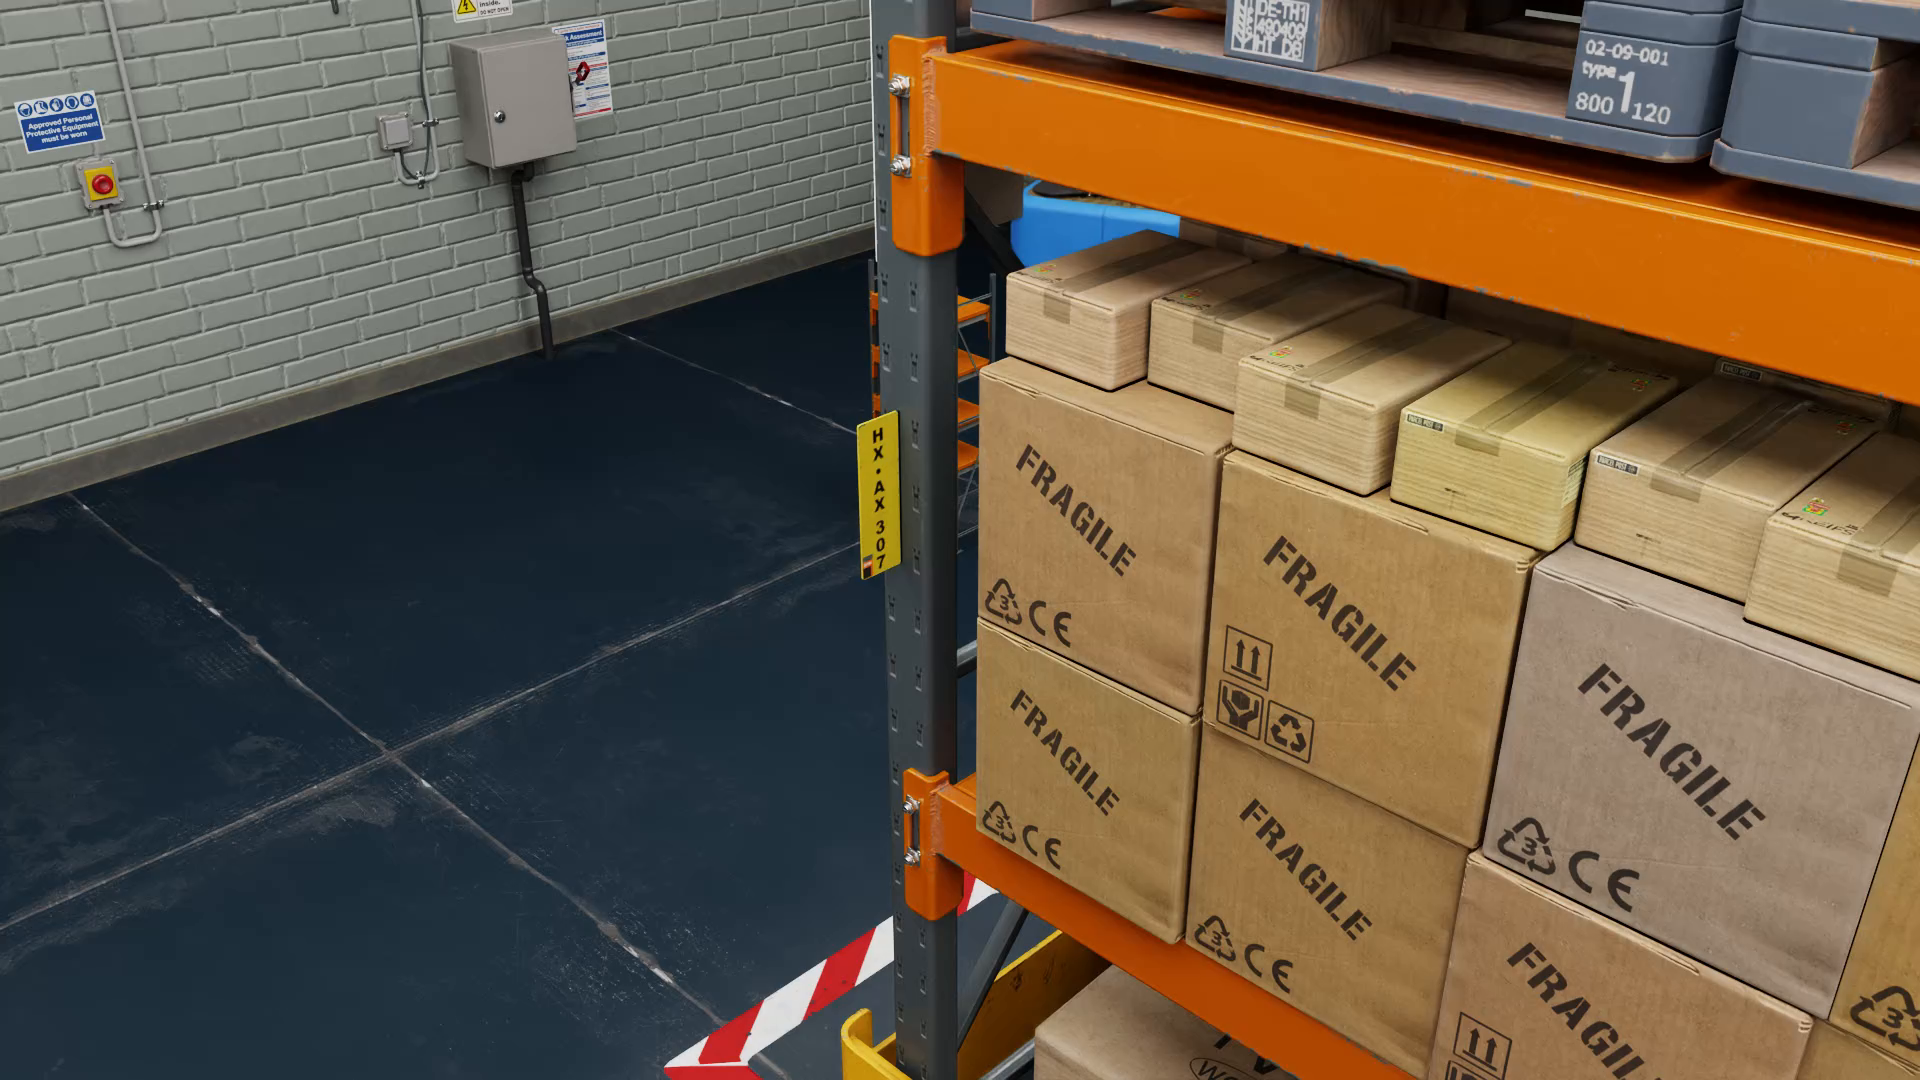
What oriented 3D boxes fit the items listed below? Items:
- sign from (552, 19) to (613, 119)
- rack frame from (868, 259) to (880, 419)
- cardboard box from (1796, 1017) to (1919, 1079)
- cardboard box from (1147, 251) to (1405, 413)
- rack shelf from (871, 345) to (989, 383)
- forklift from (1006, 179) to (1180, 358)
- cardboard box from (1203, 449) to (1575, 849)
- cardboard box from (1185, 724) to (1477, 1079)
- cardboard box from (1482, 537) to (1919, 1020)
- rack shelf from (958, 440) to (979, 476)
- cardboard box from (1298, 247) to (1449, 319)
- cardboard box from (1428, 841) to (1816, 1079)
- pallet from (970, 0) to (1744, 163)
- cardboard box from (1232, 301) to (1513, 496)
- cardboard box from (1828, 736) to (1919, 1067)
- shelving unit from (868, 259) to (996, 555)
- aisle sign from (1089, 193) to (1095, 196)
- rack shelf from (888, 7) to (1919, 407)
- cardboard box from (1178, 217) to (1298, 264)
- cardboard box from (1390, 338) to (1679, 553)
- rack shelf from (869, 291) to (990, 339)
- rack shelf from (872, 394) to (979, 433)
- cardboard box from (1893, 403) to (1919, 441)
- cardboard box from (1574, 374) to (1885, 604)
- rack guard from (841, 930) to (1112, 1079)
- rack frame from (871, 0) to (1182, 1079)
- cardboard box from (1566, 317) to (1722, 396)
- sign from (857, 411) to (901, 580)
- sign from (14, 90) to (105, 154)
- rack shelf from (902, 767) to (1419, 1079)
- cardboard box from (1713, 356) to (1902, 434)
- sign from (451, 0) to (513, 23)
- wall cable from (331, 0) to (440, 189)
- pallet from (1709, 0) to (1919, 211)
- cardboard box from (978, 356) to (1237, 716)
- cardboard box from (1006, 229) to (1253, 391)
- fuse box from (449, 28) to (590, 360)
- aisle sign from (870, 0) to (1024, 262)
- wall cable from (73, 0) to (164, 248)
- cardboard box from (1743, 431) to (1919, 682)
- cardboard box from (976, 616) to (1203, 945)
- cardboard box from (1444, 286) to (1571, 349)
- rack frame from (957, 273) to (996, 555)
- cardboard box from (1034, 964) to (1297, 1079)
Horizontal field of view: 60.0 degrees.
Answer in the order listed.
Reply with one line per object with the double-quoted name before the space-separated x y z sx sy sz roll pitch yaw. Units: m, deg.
"sign" -2.022 -2.518 8.917 0.001 0.494 0.329 25 36 38
"rack frame" -0.292 -0.665 7.225 0.015 1.200 0.240 25 36 38
"cardboard box" 1.480 0.847 2.310 0.500 0.500 0.500 -24 36 -38
"cardboard box" 0.536 -0.351 2.816 0.380 0.149 0.250 -24 36 -38
"rack shelf" -0.118 -0.724 7.001 0.480 0.148 0.258 25 36 38
"forklift" 1.302 -2.573 8.994 1.130 2.935 3.031 12 30 21
"cardboard box" 0.756 0.084 2.686 0.500 0.500 0.500 23 36 37
"cardboard box" 0.761 0.517 2.937 0.500 0.500 0.500 24 36 38
"cardboard box" 1.128 0.249 2.371 0.500 0.500 0.500 24 36 38
"rack shelf" -0.118 -0.350 7.197 0.480 0.148 0.258 25 36 38
"cardboard box" 0.834 -0.495 3.090 0.380 0.149 0.250 -25 36 -38
"cardboard box" 1.111 0.689 2.610 0.500 0.500 0.500 24 36 38
"pallet" 0.776 -0.897 2.604 1.213 0.211 1.003 25 36 38
"cardboard box" 0.641 -0.228 2.582 0.380 0.149 0.250 -24 36 -38
"cardboard box" 1.485 0.412 2.062 0.500 0.500 0.500 25 37 39
"shelving unit" -0.118 -0.585 7.073 0.503 1.200 0.258 25 36 38
"aisle sign" 0.406 -1.124 3.371 0.004 0.787 0.394 25 36 38
"rack shelf" 1.666 -0.203 1.964 4.000 0.370 1.077 25 36 38
"cardboard box" 0.636 -0.570 3.232 0.380 0.149 0.250 -25 36 -39
"cardboard box" 0.841 -0.148 2.430 0.250 0.149 0.380 23 36 37
"rack shelf" -0.118 -0.933 6.891 0.480 0.148 0.258 25 36 38
"rack shelf" -0.118 -0.526 7.105 0.480 0.148 0.258 25 36 38
"cardboard box" 1.584 -0.172 2.475 0.380 0.149 0.250 -24 36 -38
"cardboard box" 1.065 -0.080 2.301 0.380 0.149 0.250 -25 37 -39
"rack guard" 0.223 1.252 4.332 0.348 0.500 1.175 25 36 38
"rack frame" 0.240 0.153 3.736 0.127 3.000 1.000 25 36 38
"cardboard box" 1.228 -0.343 2.801 0.380 0.149 0.250 -24 36 -38
"sign" -0.154 -0.083 3.169 0.005 0.325 0.100 25 36 38
"sign" -3.875 -1.802 7.164 0.001 0.218 0.327 25 36 38
"rack shelf" 1.666 1.124 2.662 4.000 0.370 1.077 25 36 38
"cardboard box" 1.365 -0.234 2.594 0.250 0.149 0.380 24 36 38
"sign" -2.407 -2.743 8.356 0.001 0.242 0.339 25 36 38
"wall cable" -2.811 -2.603 7.886 0.122 1.984 0.588 25 36 38
"pallet" 1.650 -0.498 1.847 1.213 0.211 1.003 25 36 38
"cardboard box" 0.382 -0.082 3.002 0.500 0.500 0.500 24 36 37
"cardboard box" 0.299 -0.413 2.934 0.380 0.149 0.250 -24 36 -38
"fuse box" -2.221 -1.758 8.755 0.414 1.711 0.539 25 36 38
"aisle sign" -0.015 -0.925 2.992 0.004 0.787 0.394 25 36 38
"wall cable" -3.797 -2.142 6.976 0.123 1.953 0.585 25 36 38
"cardboard box" 1.214 0.015 2.119 0.380 0.149 0.250 -25 37 -39
"cardboard box" 0.381 0.361 3.233 0.500 0.500 0.500 24 36 38
"cardboard box" 1.077 -0.439 2.983 0.250 0.149 0.380 24 36 38
"rack frame" 0.056 -0.505 6.922 0.015 1.200 0.240 25 36 38
"cardboard box" 0.781 1.284 3.888 0.875 0.438 0.875 23 36 37
